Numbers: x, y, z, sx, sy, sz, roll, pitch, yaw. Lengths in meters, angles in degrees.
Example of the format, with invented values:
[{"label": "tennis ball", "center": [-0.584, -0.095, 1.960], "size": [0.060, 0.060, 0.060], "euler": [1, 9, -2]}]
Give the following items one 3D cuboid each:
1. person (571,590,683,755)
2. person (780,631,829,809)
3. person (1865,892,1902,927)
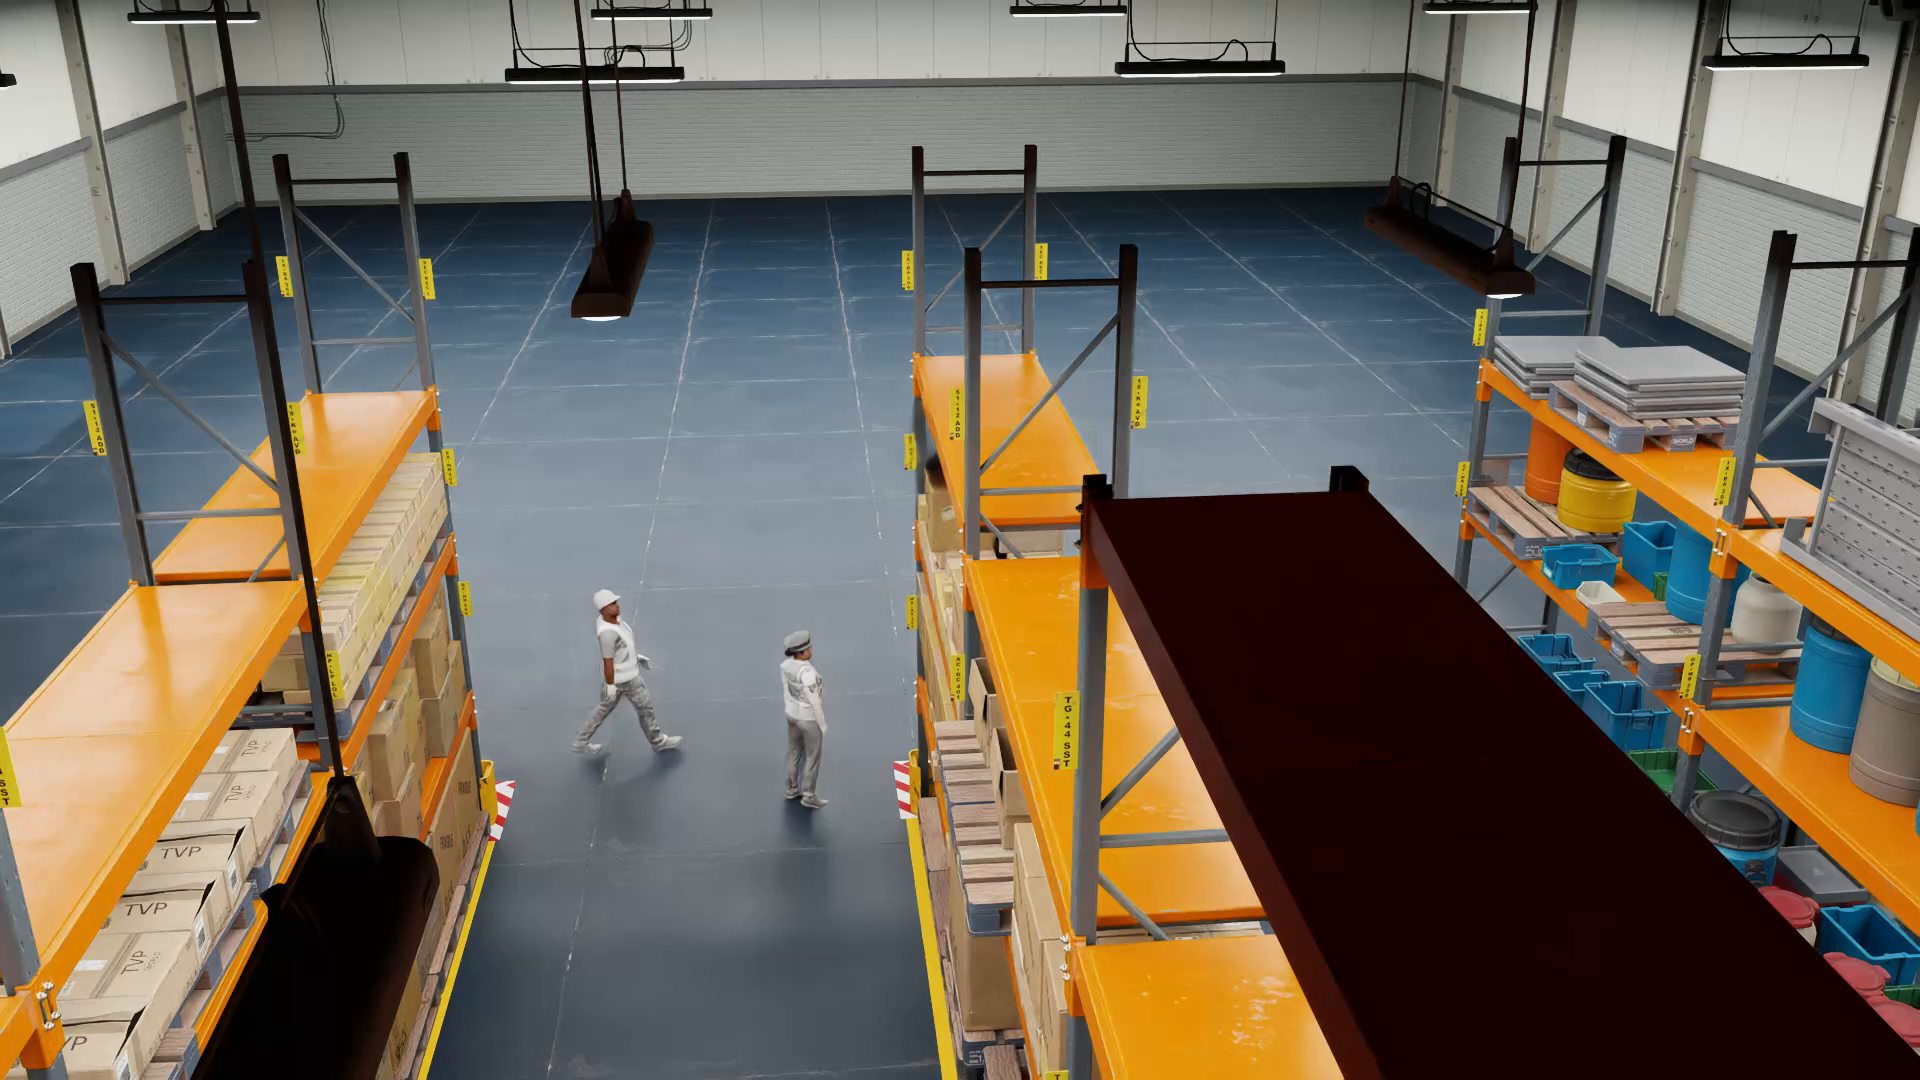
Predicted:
[{"label": "person", "center": [-3.285, 1.278, 16.056], "size": [1.051, 1.744, 0.509], "euler": [-13, 25, -29]}, {"label": "person", "center": [-1.427, 1.647, 15.228], "size": [0.347, 1.726, 0.483], "euler": [-18, 28, -37]}, {"label": "person", "center": [6.990, 2.735, 12.542], "size": [0.660, 1.649, 0.982], "euler": [0, 22, -1]}]
